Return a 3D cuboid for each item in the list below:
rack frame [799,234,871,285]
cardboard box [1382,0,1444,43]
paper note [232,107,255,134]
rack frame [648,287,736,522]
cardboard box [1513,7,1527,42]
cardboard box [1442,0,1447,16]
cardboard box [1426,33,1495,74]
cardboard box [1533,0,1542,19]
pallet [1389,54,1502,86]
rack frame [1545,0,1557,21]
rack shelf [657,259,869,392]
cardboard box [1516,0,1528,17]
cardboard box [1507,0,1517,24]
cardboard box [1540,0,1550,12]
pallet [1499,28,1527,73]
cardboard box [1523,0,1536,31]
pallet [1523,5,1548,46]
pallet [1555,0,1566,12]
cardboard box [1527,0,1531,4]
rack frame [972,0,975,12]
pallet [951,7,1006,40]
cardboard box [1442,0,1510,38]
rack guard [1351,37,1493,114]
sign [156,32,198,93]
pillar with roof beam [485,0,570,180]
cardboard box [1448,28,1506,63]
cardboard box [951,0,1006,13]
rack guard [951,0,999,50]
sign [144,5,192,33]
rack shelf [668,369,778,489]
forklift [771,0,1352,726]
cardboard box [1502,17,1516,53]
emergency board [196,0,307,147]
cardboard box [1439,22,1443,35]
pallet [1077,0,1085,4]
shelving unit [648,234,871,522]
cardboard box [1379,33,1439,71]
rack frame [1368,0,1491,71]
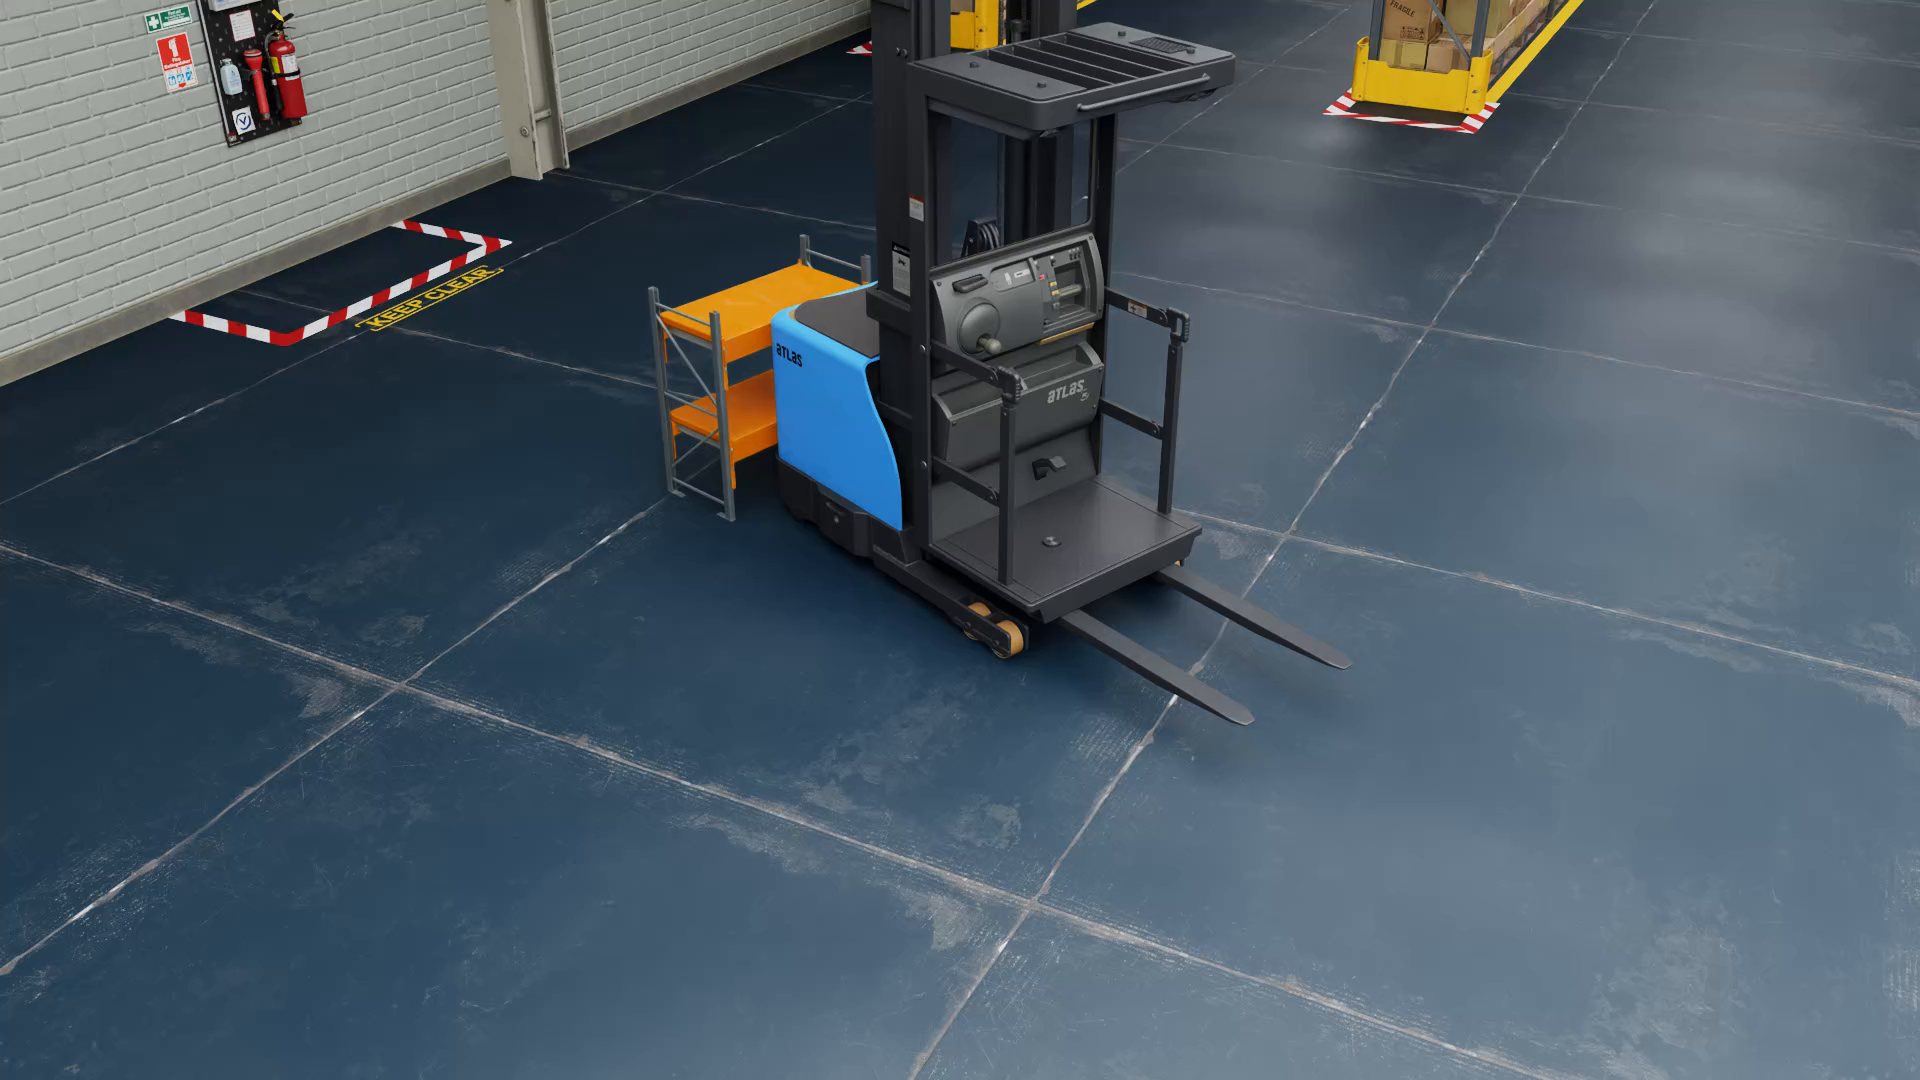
[{"bbox_3d":[-0.654,-1.044,8.939,0.500,1.125,0.032,24,38,35],"label":"rack frame"},{"bbox_3d":[4.175,-4.938,15.423,0.500,0.500,0.500,14,33,23],"label":"cardboard box"},{"bbox_3d":[-4.702,-2.755,10.920,0.016,0.148,0.142,14,33,23],"label":"paper note"},{"bbox_3d":[-1.333,-0.667,8.282,0.500,1.125,0.032,24,38,35],"label":"rack frame"},{"bbox_3d":[5.323,-5.159,16.562,0.500,0.250,0.500,14,33,23],"label":"cardboard box"},{"bbox_3d":[4.617,-5.385,16.201,0.500,0.500,0.500,14,33,23],"label":"cardboard box"},{"bbox_3d":[4.638,-4.495,15.404,0.500,0.250,0.500,14,33,23],"label":"cardboard box"},{"bbox_3d":[5.764,-5.606,17.340,0.500,0.250,0.500,14,33,23],"label":"cardboard box"},{"bbox_3d":[4.507,-4.457,15.799,1.003,0.211,1.213,14,33,23],"label":"pallet"},{"bbox_3d":[6.018,-7.091,17.586,1.000,3.000,0.127,14,33,23],"label":"rack frame"},{"bbox_3d":[-0.993,-1.109,8.465,0.538,0.278,1.000,24,38,35],"label":"rack shelf"},{"bbox_3d":[5.323,-5.484,16.374,0.500,0.500,0.500,14,33,23],"label":"cardboard box"},{"bbox_3d":[5.080,-5.267,15.995,0.500,0.500,0.500,14,33,23],"label":"cardboard box"},{"bbox_3d":[6.001,-5.826,17.722,0.500,0.250,0.500,14,33,23],"label":"cardboard box"},{"bbox_3d":[5.063,-4.996,16.738,1.003,0.211,1.213,14,33,23],"label":"pallet"},{"bbox_3d":[5.550,-5.381,16.948,0.500,0.250,0.500,14,33,23],"label":"cardboard box"},{"bbox_3d":[5.618,-5.539,17.683,1.003,0.211,1.213,14,33,23],"label":"pallet"},{"bbox_3d":[6.319,-6.217,18.865,1.003,0.211,1.213,14,33,23],"label":"pallet"},{"bbox_3d":[5.538,-5.709,16.766,0.500,0.500,0.500,14,33,23],"label":"cardboard box"},{"bbox_3d":[-0.216,-6.440,16.452,1.000,3.000,0.127,14,33,23],"label":"rack frame"},{"bbox_3d":[0.220,-5.616,17.818,1.003,0.211,1.213,14,33,23],"label":"pallet"},{"bbox_3d":[4.864,-5.042,15.604,0.500,0.500,0.500,14,33,23],"label":"cardboard box"},{"bbox_3d":[4.185,-4.223,15.102,1.175,0.500,0.348,14,33,23],"label":"rack guard"},{"bbox_3d":[-4.904,-2.993,10.415,0.001,0.329,0.234,14,33,23],"label":"sign"},{"bbox_3d":[0.432,-5.911,9.508,9.100,9.000,0.400,14,33,23],"label":"pillar with roof beam"},{"bbox_3d":[4.862,-4.717,15.792,0.500,0.250,0.500,14,33,23],"label":"cardboard box"},{"bbox_3d":[0.179,-5.751,17.511,0.500,0.311,0.500,11,32,18],"label":"cardboard box"},{"bbox_3d":[-0.181,-5.390,17.133,1.175,0.500,0.348,14,33,23],"label":"rack guard"},{"bbox_3d":[-4.894,-3.223,10.283,0.001,0.109,0.331,14,33,23],"label":"sign"},{"bbox_3d":[-0.993,-0.644,8.732,0.538,0.278,1.000,24,38,35],"label":"rack shelf"},{"bbox_3d":[0.403,-1.033,7.105,1.130,2.935,3.031,-23,37,-34],"label":"forklift"},{"bbox_3d":[5.090,-4.939,16.178,0.500,0.250,0.500,14,33,23],"label":"cardboard box"},{"bbox_3d":[-4.560,-3.200,10.810,0.194,1.169,0.643,14,33,23],"label":"emergency board"},{"bbox_3d":[4.394,-4.837,16.000,0.500,0.250,0.500,14,33,23],"label":"cardboard box"},{"bbox_3d":[0.777,-6.155,18.757,1.003,0.211,1.213,14,33,23],"label":"pallet"},{"bbox_3d":[-0.993,-0.856,8.610,0.538,1.125,1.048,24,38,35],"label":"shelving unit"},{"bbox_3d":[4.177,-4.612,15.609,0.500,0.250,0.500,14,33,23],"label":"cardboard box"},{"bbox_3d":[4.195,-5.318,14.498,1.000,3.000,0.127,14,33,23],"label":"rack frame"}]
